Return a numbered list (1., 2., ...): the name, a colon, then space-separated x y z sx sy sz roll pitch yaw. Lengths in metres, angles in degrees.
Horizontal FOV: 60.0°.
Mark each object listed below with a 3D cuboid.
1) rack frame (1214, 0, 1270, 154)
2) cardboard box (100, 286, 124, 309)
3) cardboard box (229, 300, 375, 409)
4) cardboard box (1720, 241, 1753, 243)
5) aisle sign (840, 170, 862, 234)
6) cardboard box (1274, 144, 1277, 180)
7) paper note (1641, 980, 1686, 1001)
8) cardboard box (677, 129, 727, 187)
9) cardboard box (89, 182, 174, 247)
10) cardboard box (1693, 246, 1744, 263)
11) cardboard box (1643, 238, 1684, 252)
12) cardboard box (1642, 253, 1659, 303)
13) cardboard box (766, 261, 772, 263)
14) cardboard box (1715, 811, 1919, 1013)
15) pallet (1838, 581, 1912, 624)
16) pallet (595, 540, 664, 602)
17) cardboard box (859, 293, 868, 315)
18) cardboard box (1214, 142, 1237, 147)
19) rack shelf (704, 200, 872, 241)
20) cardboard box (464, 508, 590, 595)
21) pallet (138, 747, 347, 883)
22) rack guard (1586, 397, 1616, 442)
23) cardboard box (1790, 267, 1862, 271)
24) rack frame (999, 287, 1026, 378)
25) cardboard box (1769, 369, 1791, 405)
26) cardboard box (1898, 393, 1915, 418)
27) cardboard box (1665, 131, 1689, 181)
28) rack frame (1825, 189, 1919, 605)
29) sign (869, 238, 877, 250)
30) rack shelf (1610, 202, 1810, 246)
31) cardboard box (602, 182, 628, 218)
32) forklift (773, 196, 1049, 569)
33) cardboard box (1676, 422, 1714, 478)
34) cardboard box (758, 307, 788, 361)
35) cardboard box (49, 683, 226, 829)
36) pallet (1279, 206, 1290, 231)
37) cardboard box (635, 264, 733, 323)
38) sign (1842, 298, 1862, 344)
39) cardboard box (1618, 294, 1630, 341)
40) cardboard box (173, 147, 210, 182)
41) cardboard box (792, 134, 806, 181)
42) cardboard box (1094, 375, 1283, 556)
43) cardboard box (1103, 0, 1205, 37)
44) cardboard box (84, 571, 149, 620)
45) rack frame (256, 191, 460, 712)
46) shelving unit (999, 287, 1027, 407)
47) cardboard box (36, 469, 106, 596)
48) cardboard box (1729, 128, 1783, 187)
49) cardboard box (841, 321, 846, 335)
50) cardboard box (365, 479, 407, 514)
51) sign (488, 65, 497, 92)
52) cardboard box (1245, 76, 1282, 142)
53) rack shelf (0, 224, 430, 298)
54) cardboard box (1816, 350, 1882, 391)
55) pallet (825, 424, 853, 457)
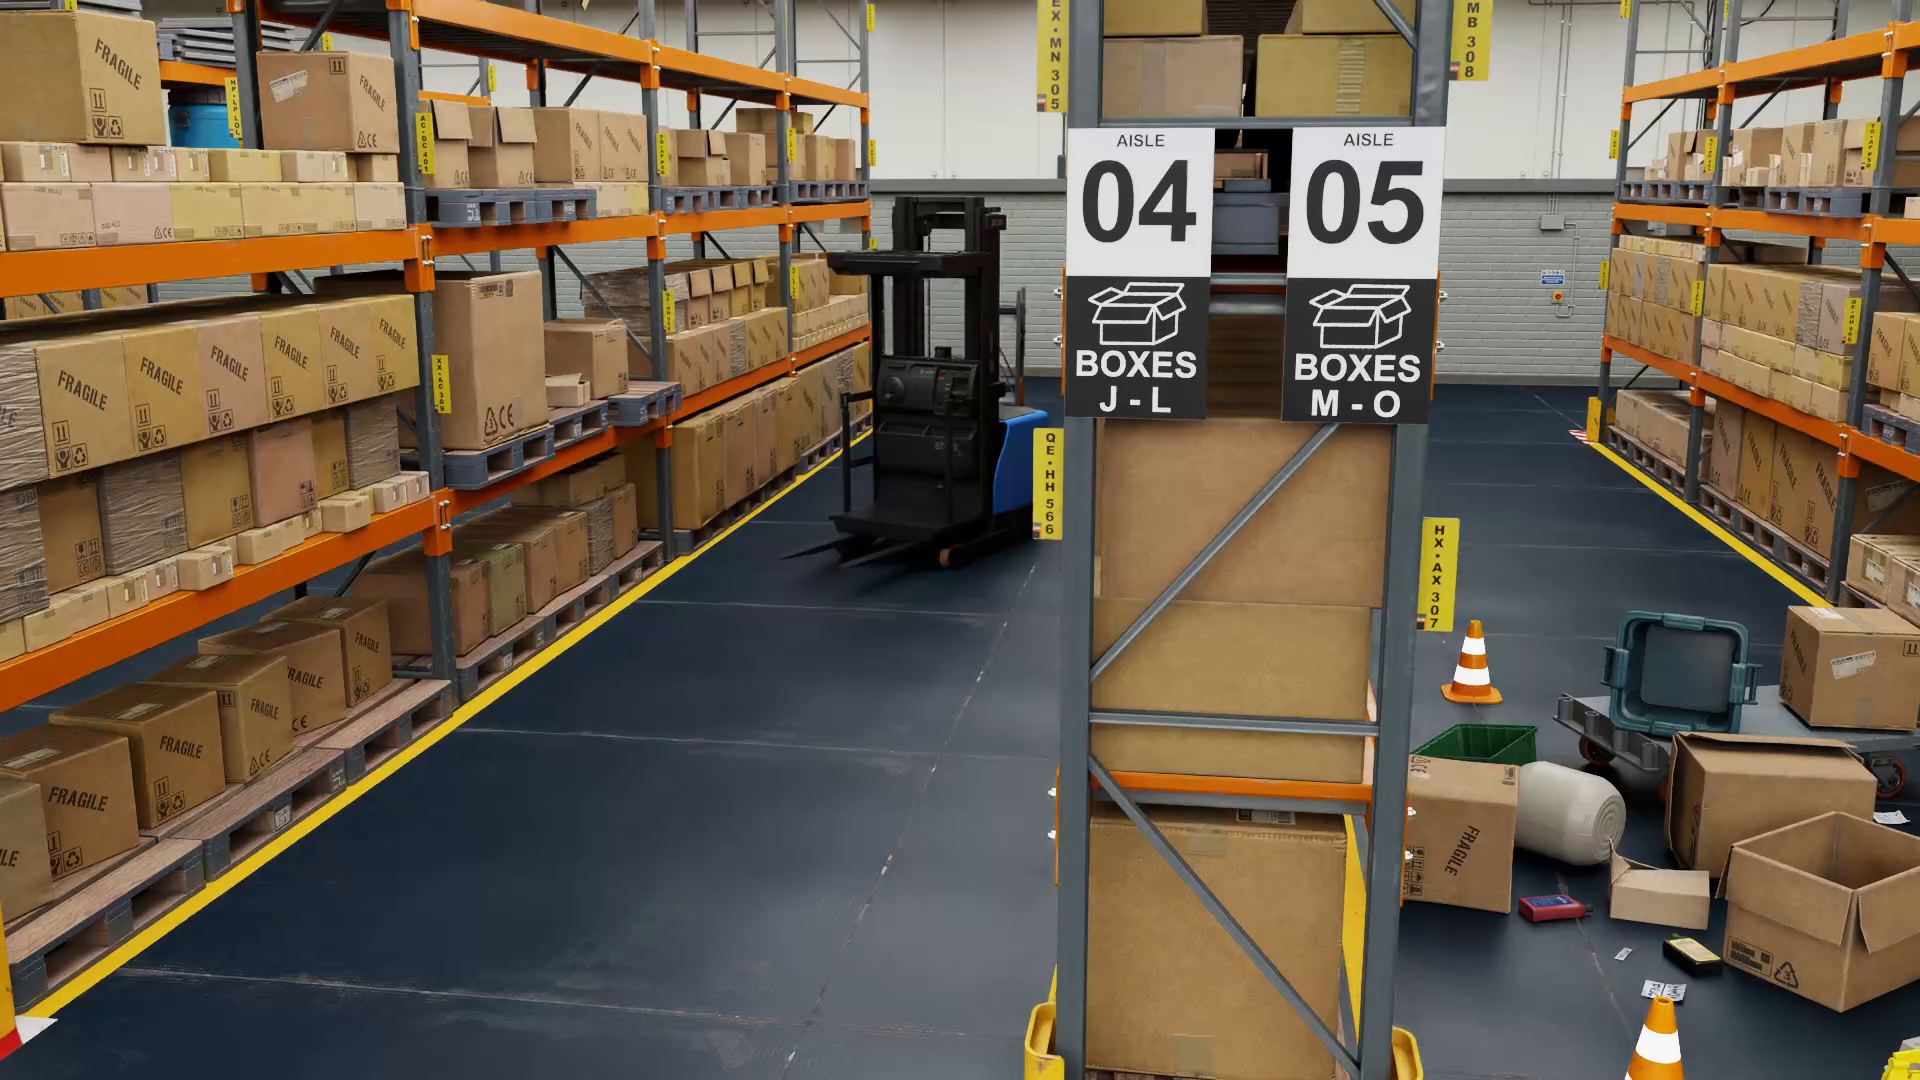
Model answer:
1. rack frame: 1.411 -3.225 8.096 1.000 3.000 0.127 2 12 9
2. cardboard box: -11.293 -3.132 21.670 0.500 0.500 0.500 2 12 9
3. cardboard box: -3.348 -0.950 8.465 0.500 0.500 0.500 2 12 9
4. cardboard box: 8.000 -2.998 17.132 0.380 0.149 0.250 2 12 8
5. aisle sign: -1.322 -4.248 20.913 0.394 0.787 0.004 2 12 9
6. cardboard box: 1.476 -1.538 6.753 0.380 0.149 0.250 2 12 8
7. paper note: 2.708 1.730 6.397 0.144 0.017 0.142 7 14 28
8. cardboard box: -2.566 -3.454 15.041 0.797 0.503 0.637 2 12 8
9. cardboard box: -3.607 -1.337 6.811 0.500 0.250 0.500 2 12 8
10. cardboard box: 7.281 -2.747 15.970 0.380 0.149 0.250 2 12 7
11. cardboard box: 7.701 -3.221 18.171 0.380 0.149 0.250 2 12 9
12. cardboard box: 7.588 -2.779 17.656 0.500 0.500 0.500 2 12 9
13. cardboard box: -2.357 -2.786 18.172 0.500 0.500 0.500 2 12 9
14. cardboard box: 3.471 1.453 6.558 0.797 0.503 0.637 -7 14 -30
15. pallet: 6.811 0.540 11.485 1.003 0.211 1.213 2 12 9
16. pallet: -2.981 0.219 12.975 1.003 0.211 1.213 2 12 9
17. cardboard box: -1.441 -2.934 20.639 0.500 0.250 0.500 2 12 8
18. cardboard box: 0.983 -1.887 7.424 0.500 0.250 0.500 2 12 8
19. rack shelf: -1.937 -3.670 18.991 1.077 0.370 4.000 2 12 9
20. cardboard box: -3.096 0.075 11.916 0.700 0.500 0.500 3 13 13
21. pallet: -3.728 1.285 8.030 1.003 0.211 1.213 2 12 9
22. rack guard: 8.167 -1.434 19.959 1.175 0.500 0.348 2 12 9
23. cardboard box: 7.655 -2.147 14.723 0.500 0.500 0.500 2 12 10
24. rack frame: 0.393 -1.322 15.626 0.400 2.100 0.015 2 12 7
25. cardboard box: 6.910 -1.237 13.469 0.500 0.250 0.500 2 12 8
26. cardboard box: 6.535 -0.893 11.116 0.380 0.149 0.250 1 12 5
27. cardboard box: 7.705 -4.005 17.367 0.500 0.500 0.500 2 12 10
28. rack frame: 6.933 -0.985 11.946 1.000 3.000 0.127 2 12 9
29. sign: -1.095 -3.633 20.921 0.100 0.325 0.005 2 12 9
30. rack shelf: 7.855 -3.349 17.501 1.077 0.370 4.000 2 12 9
31. cardboard box: -2.753 -2.489 12.158 0.500 0.250 0.500 2 12 8
32. forklift: -0.382 -1.314 13.634 1.130 2.935 3.031 7 14 30
33. cardboard box: 7.750 -0.898 16.625 0.875 0.438 0.875 2 12 8
34. cardboard box: -2.046 -2.082 16.796 0.500 0.500 0.500 2 12 9
35. cardboard box: -3.804 0.991 7.712 0.500 0.500 0.500 3 13 14
36. pallet: 1.503 -1.857 9.326 0.805 0.209 1.217 1 12 6
37. cardboard box: -2.531 -2.273 15.301 0.797 0.503 0.637 2 12 10
38. sign: 6.384 -1.569 11.904 0.100 0.325 0.005 2 12 9
39. cardboard box: 7.755 -2.503 18.749 0.500 0.500 0.500 2 12 8
40. cardboard box: -3.565 -1.657 7.351 0.380 0.149 0.250 1 12 7
41. cardboard box: -2.096 -4.185 18.202 0.700 0.500 0.500 3 12 12
42. cardboard box: 0.884 -0.254 5.633 0.875 0.550 0.550 2 12 9
43. cardboard box: 0.512 -1.528 4.813 0.380 0.149 0.250 2 12 9
44. cardboard box: -3.636 0.223 6.937 0.380 0.149 0.250 2 12 9
45. rack frame: -3.475 -0.474 9.572 1.000 3.000 0.127 2 12 9
46. shelving unit: 0.364 -1.271 15.389 0.431 2.100 0.503 2 12 7
47. cardboard box: -4.020 -0.057 6.694 0.875 0.500 0.500 2 12 9
48. cardboard box: 7.126 -3.364 14.631 0.500 0.500 0.500 2 12 8
49. cardboard box: -1.553 -2.498 19.558 0.380 0.149 0.250 2 12 9
50. cardboard box: -3.265 -0.245 9.106 0.380 0.149 0.250 2 12 9
51. sign: -5.977 -5.893 21.242 0.100 0.325 0.005 2 12 9
52. cardboard box: 1.355 -1.659 6.368 0.500 0.250 0.500 2 12 8
53. rack shelf: -3.782 -1.172 7.400 1.077 0.370 4.000 2 12 9
54. cardboard box: 6.756 -1.265 12.415 0.500 0.250 0.500 2 12 8
55. pallet: -1.865 -1.186 19.497 1.003 0.211 1.213 2 12 9
